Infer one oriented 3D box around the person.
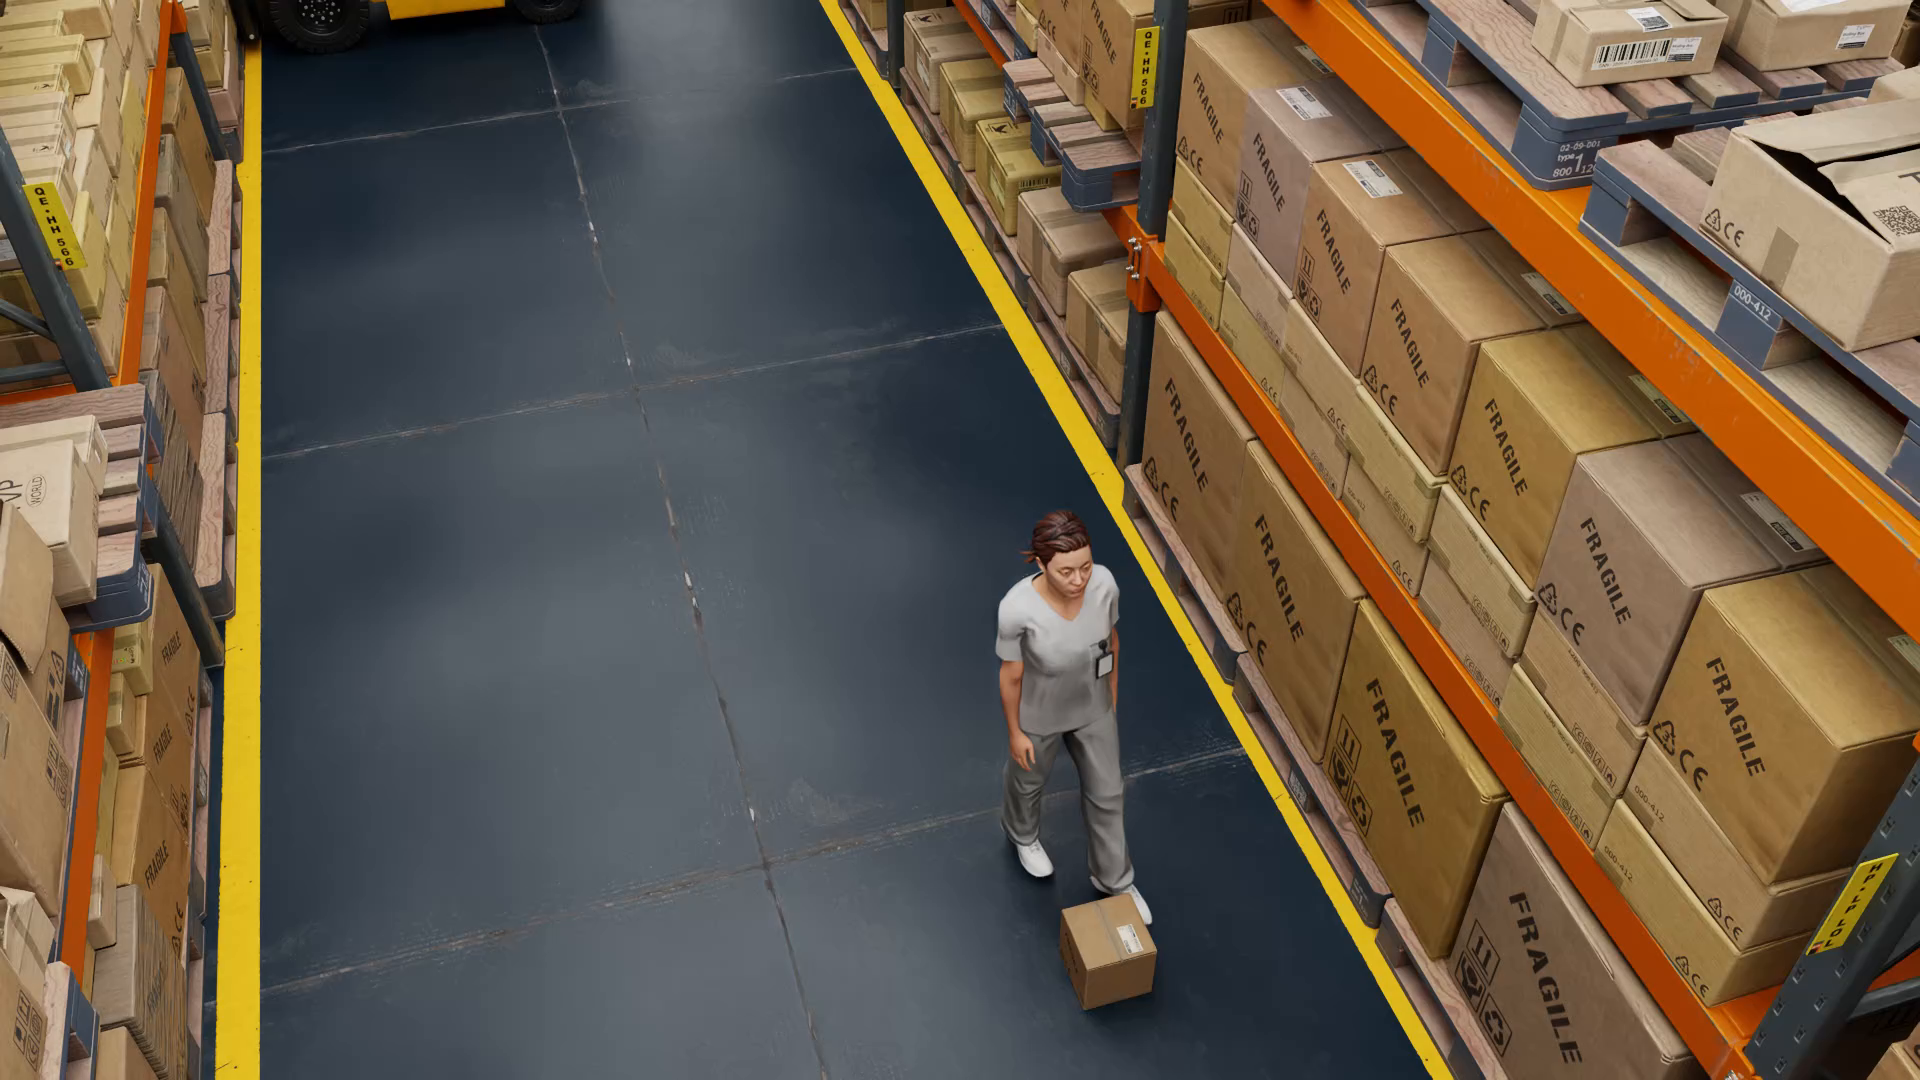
[{"bbox_3d":[0.366,0.616,5.471,0.462,1.662,0.639,-14,44,-15],"label":"person"}]
